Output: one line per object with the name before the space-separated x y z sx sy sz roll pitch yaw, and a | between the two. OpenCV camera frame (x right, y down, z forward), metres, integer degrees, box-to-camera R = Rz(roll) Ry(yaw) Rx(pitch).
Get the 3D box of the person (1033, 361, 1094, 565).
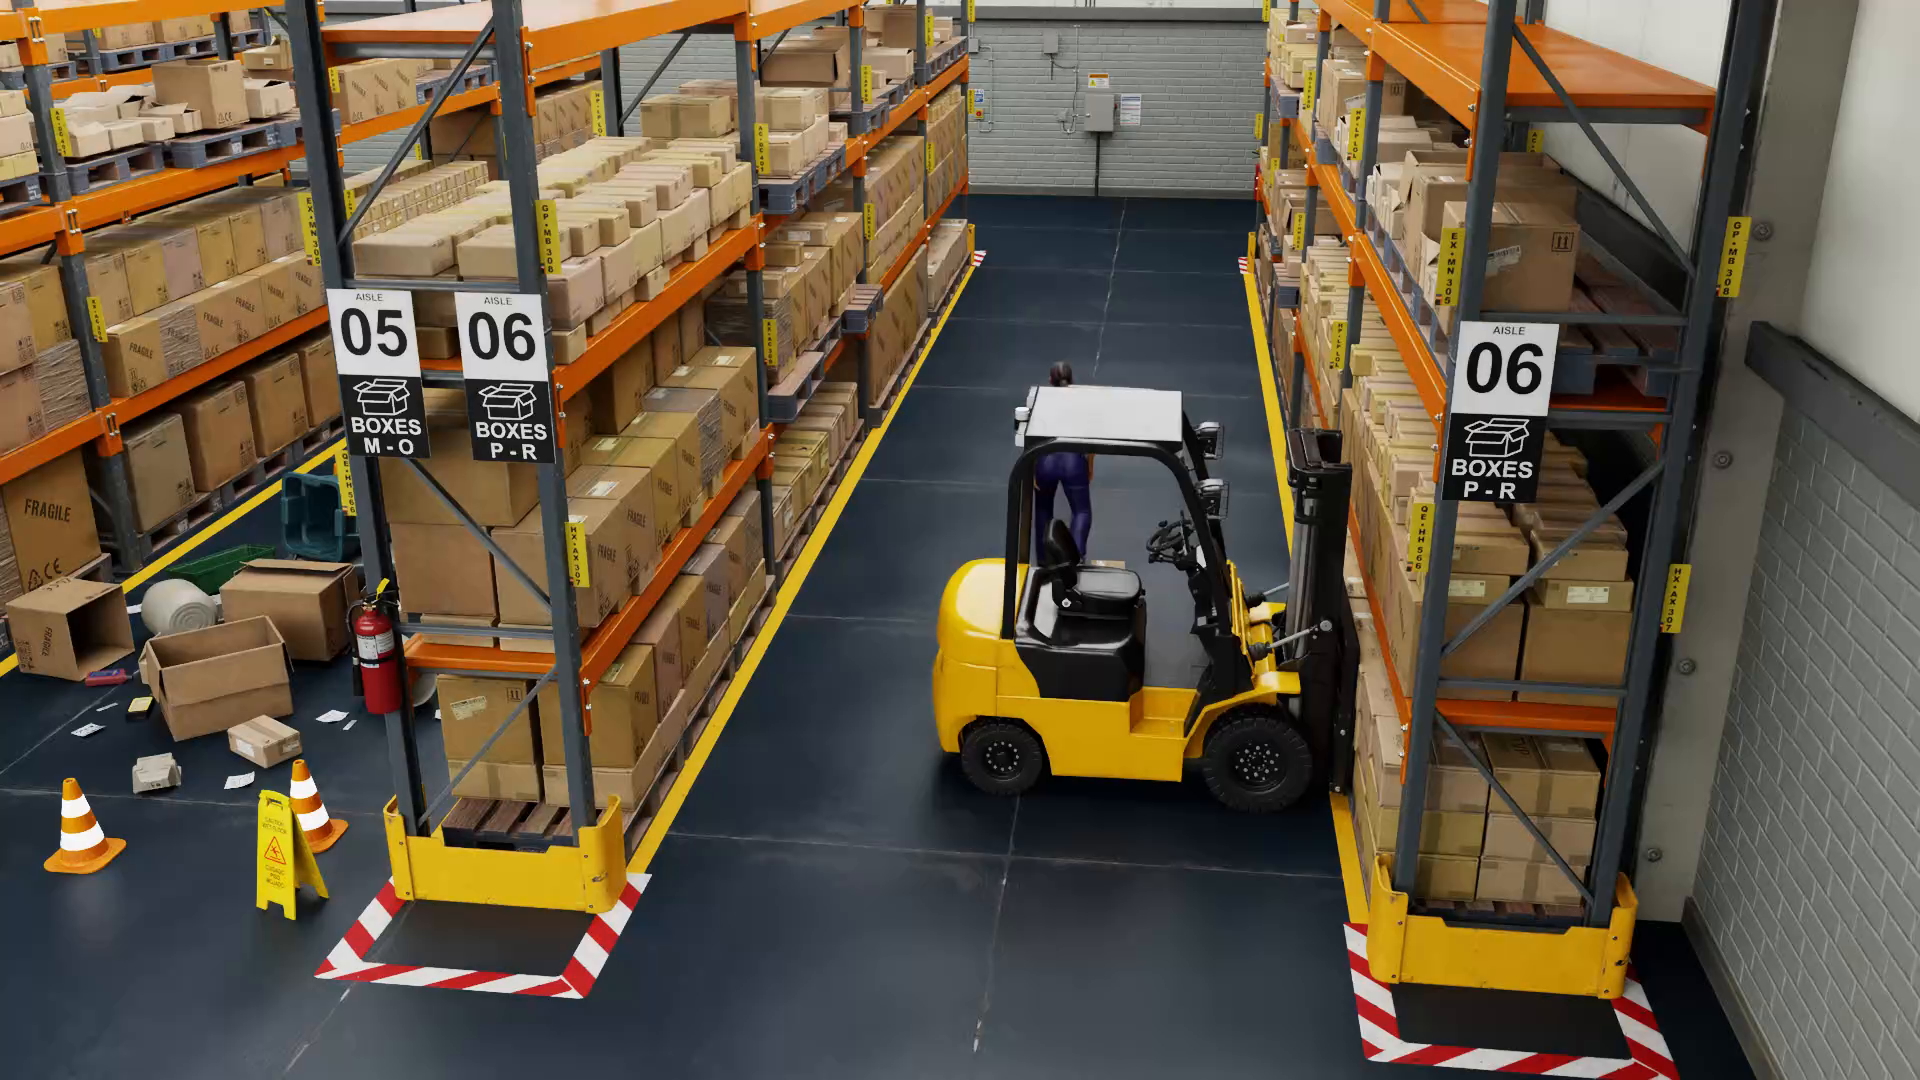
person | 0.784 -0.504 12.397 0.552 1.601 0.844 2 21 6
